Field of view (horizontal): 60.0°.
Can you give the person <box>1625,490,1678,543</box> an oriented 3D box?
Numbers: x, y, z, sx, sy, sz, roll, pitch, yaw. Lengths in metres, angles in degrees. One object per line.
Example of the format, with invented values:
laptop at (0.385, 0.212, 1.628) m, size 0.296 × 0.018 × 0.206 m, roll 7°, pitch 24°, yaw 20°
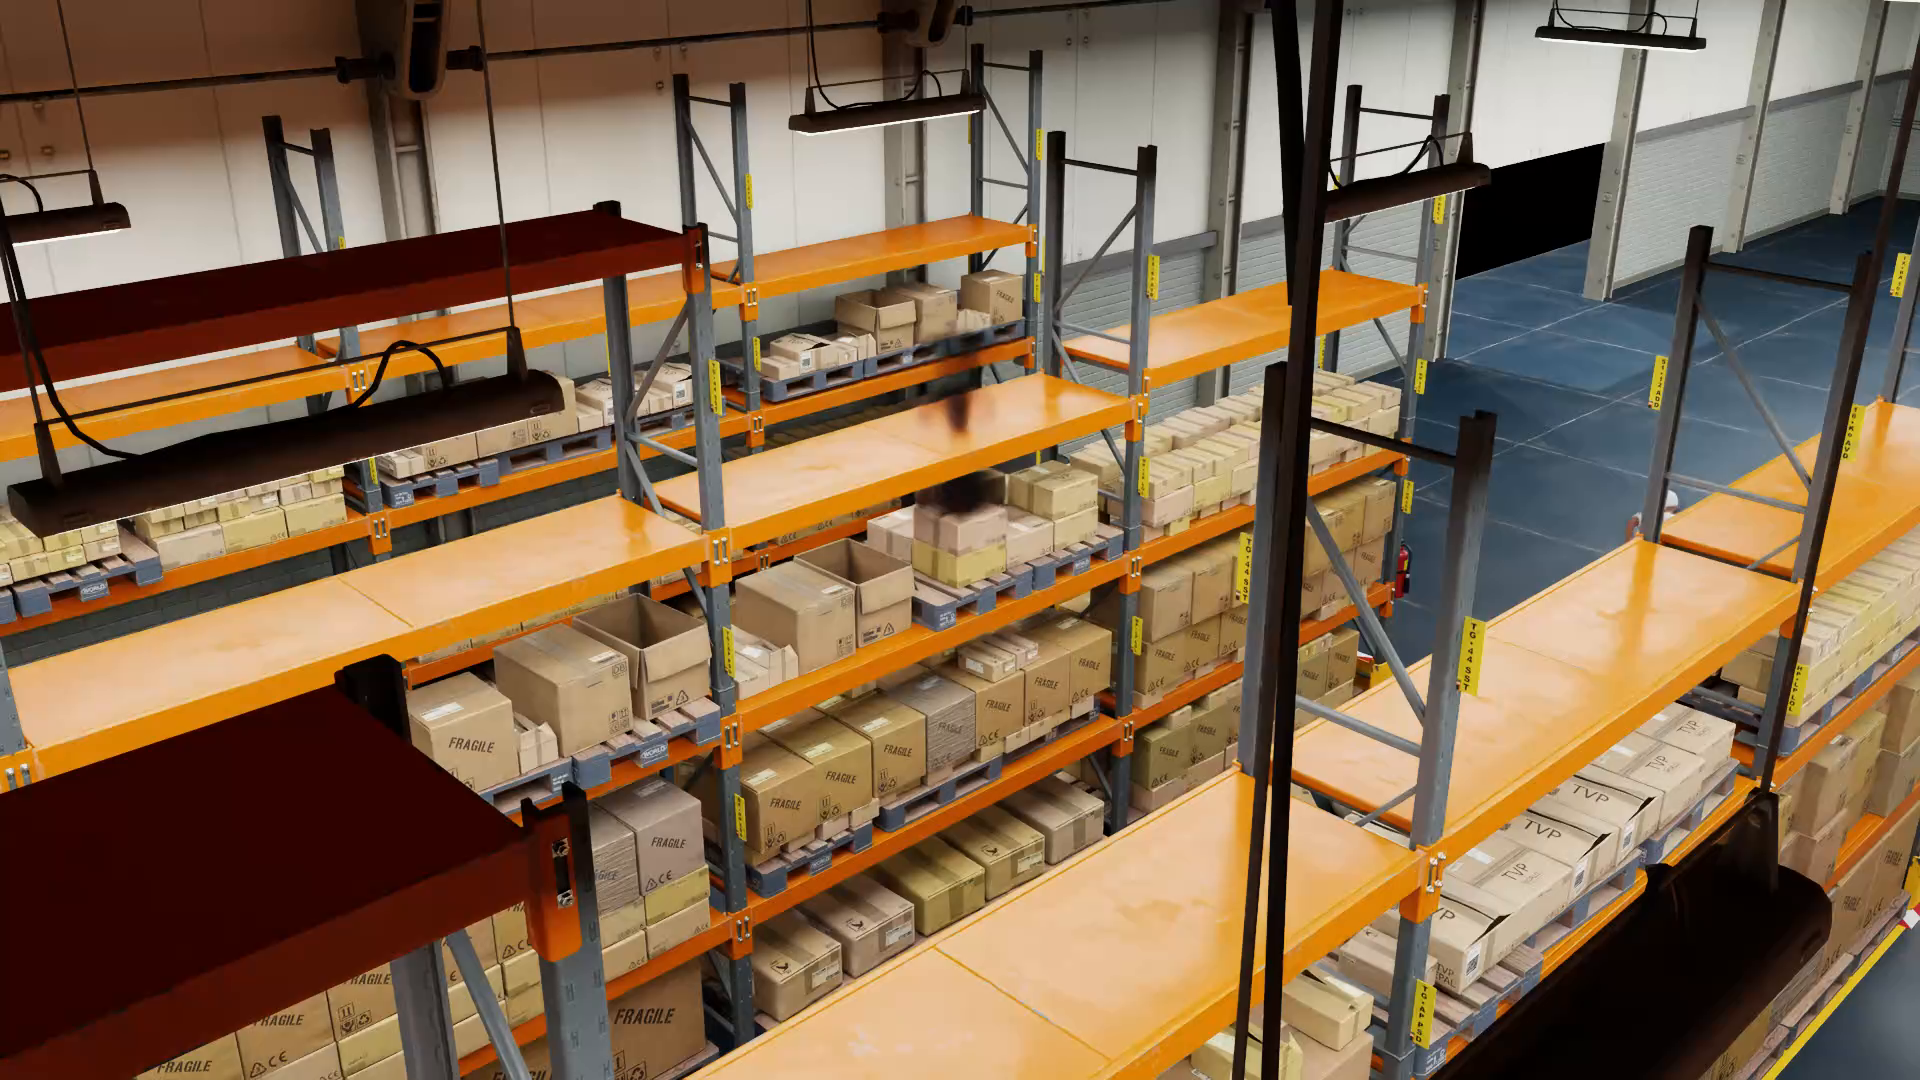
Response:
person at (7.449, 0.373, 17.843) m, size 0.726 × 1.702 × 0.999 m, roll 8°, pitch 24°, yaw 19°
